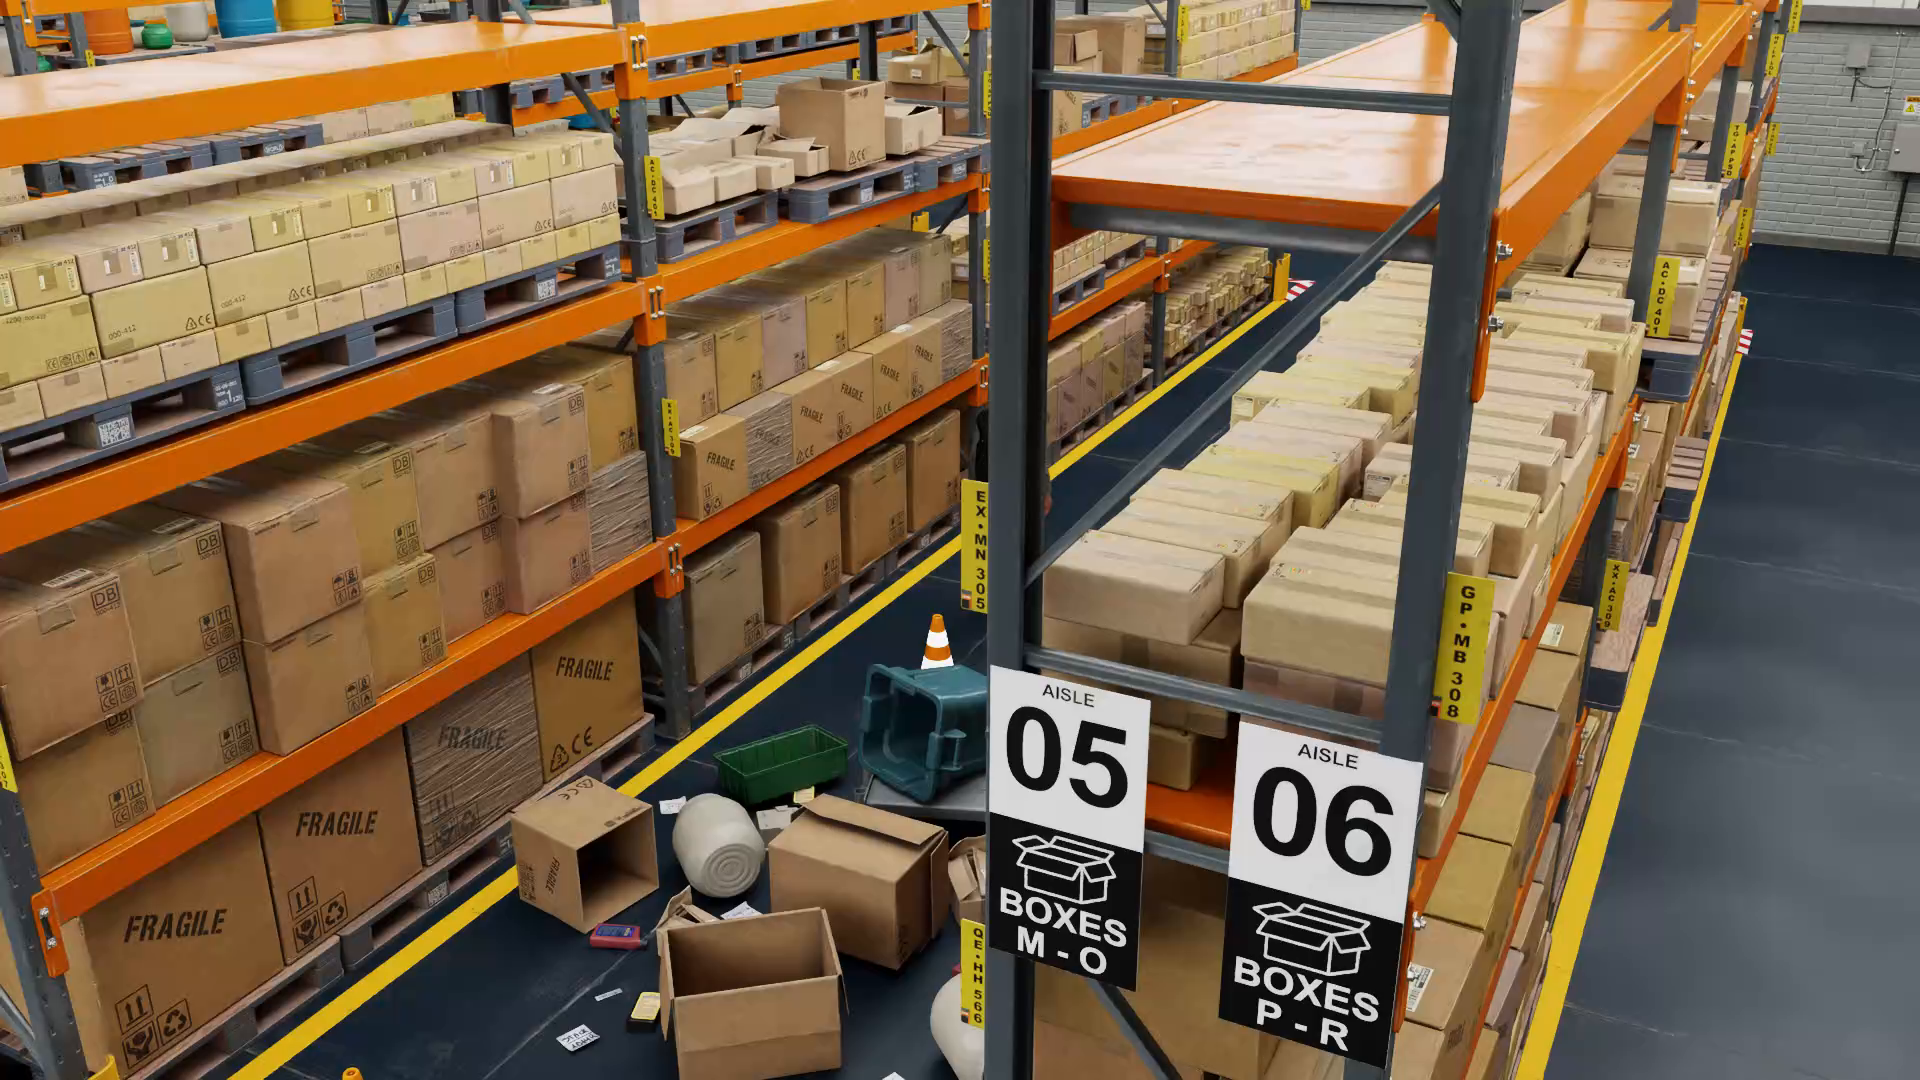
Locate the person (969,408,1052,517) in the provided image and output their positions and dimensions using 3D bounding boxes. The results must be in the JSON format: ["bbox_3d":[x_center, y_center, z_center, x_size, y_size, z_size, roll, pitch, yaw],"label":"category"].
[{"bbox_3d":[0.335,-0.320,11.319,0.580,1.665,0.407,11,25,25],"label":"person"}]
